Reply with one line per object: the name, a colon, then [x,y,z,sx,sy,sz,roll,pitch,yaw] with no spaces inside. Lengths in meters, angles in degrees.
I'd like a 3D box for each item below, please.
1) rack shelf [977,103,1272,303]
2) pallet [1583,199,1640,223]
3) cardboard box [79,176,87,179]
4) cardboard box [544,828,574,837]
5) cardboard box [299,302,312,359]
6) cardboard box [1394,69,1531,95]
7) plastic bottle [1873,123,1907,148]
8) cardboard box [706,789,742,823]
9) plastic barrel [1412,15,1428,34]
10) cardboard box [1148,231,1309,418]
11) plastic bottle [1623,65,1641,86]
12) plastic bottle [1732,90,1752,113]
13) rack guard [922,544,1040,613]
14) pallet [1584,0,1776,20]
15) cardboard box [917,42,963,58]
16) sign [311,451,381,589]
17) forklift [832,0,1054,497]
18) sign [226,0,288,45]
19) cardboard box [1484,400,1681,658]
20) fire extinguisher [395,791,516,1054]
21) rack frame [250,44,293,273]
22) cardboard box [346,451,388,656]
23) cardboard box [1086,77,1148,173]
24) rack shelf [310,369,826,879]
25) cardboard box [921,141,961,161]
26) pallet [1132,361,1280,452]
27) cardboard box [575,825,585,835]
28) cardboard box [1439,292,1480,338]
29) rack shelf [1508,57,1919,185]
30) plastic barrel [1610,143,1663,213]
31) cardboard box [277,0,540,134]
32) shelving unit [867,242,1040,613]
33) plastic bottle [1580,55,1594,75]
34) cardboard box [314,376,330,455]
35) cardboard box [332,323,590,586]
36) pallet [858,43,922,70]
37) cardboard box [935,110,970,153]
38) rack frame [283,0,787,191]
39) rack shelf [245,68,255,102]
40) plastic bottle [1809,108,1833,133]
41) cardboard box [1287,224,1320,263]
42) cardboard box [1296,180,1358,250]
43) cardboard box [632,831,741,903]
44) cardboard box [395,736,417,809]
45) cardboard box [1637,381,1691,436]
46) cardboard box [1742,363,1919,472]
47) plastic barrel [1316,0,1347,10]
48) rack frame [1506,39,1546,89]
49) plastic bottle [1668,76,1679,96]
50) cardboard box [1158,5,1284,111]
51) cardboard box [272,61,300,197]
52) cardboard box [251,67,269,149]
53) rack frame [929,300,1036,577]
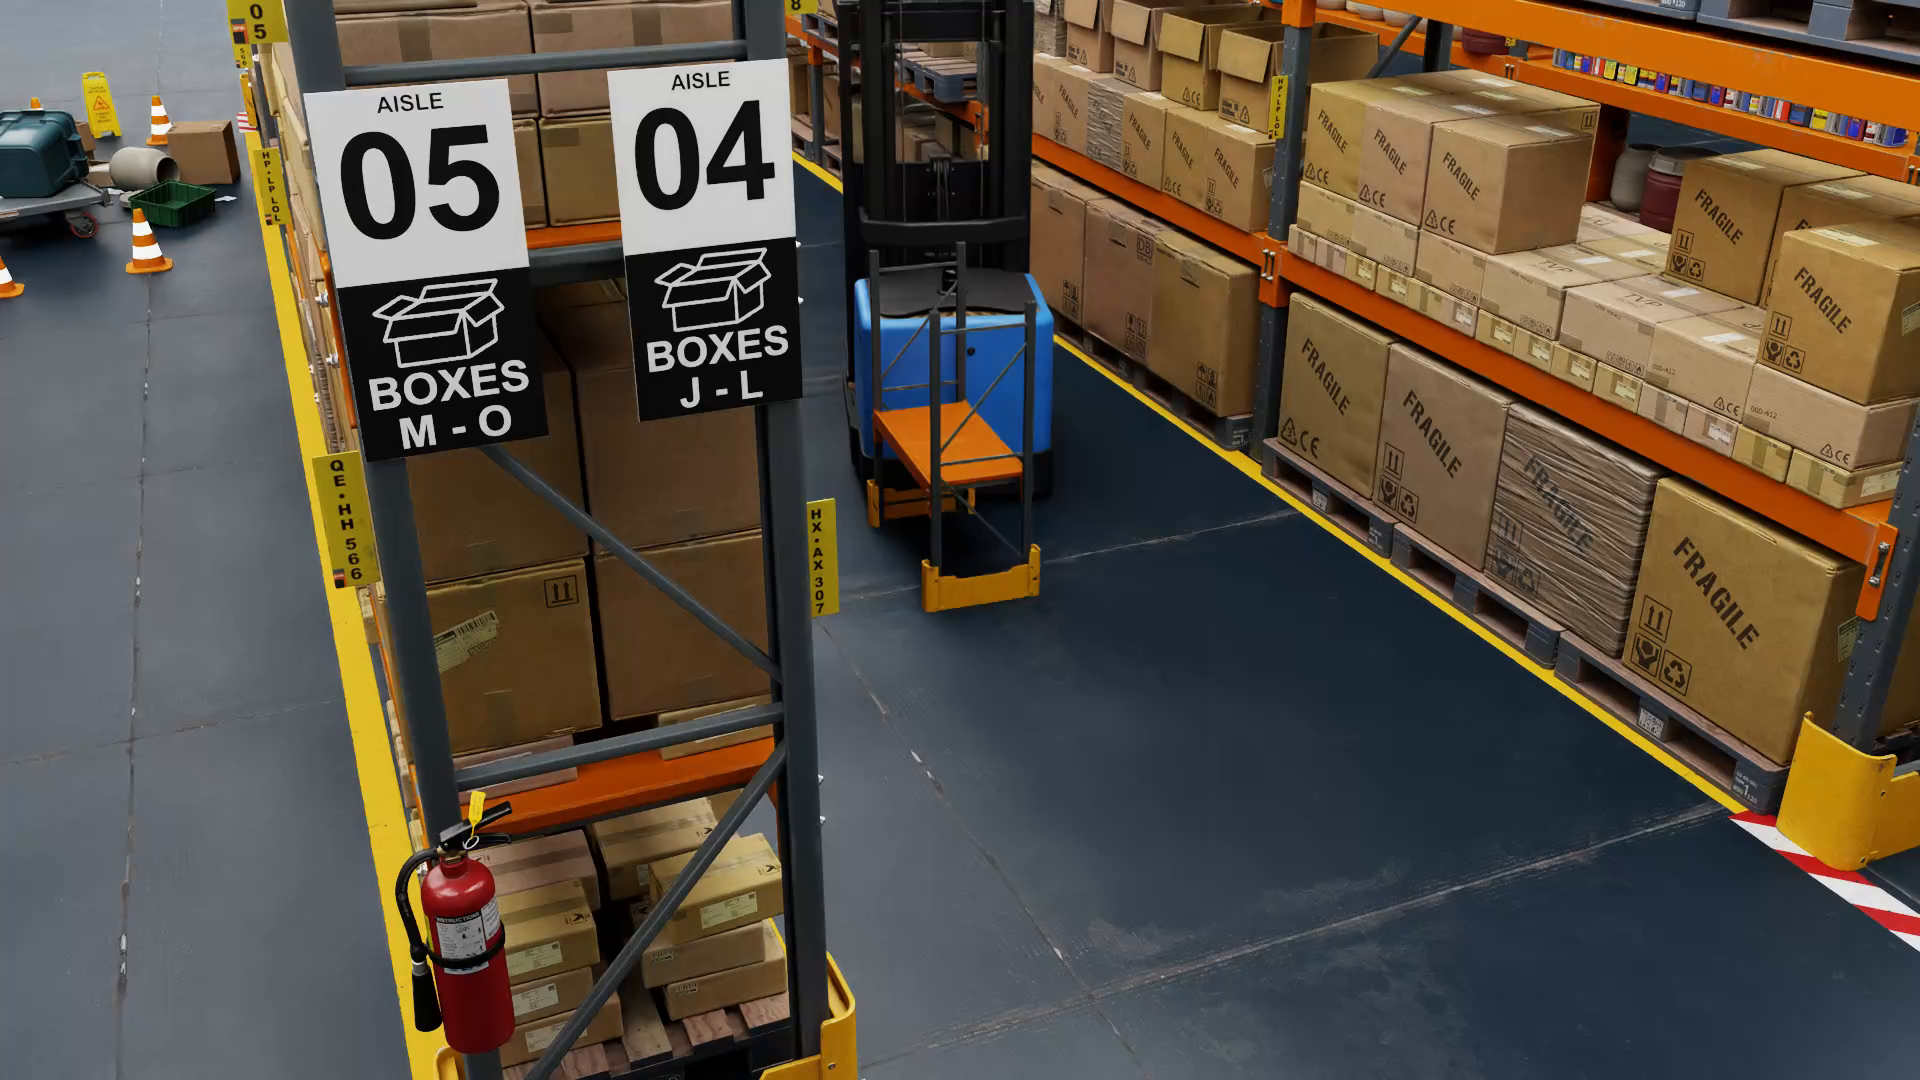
rack shelf: [1.393,-2.379,11.023,1.077,0.370,4.000,-11,28,-21]
pallet: [5.515,-2.796,14.236,1.003,0.211,1.213,-11,28,-21]
cardboard box: [-8.250,-3.325,14.832,0.797,0.637,0.503,-11,28,-21]
cardboard box: [-1.545,0.991,5.733,0.380,0.149,0.250,-11,28,-21]
cardboard box: [-3.360,-1.163,9.230,0.500,0.250,0.500,-12,28,-23]
cardboard box: [2.603,-2.158,8.728,0.500,0.500,0.500,-10,28,-19]
plastic bottle: [6.282,-2.793,11.193,0.152,0.276,0.135,-11,28,-21]
cardboard box: [-0.952,0.873,5.636,0.380,0.149,0.250,-11,28,-21]
plastic barrel: [4.403,-4.959,15.361,0.421,0.512,0.421,0,26,0]
cardboard box: [1.908,-1.383,10.107,1.225,0.875,0.875,-10,28,-20]
plastic bottle: [5.322,-3.736,13.115,0.061,0.283,0.133,-11,28,-21]
plastic bottle: [5.798,-3.292,12.216,0.152,0.276,0.135,-11,28,-21]
rack guard: [0.104,0.186,8.085,0.587,0.250,0.087,-8,27,-16]
pallet: [2.961,-2.379,6.885,1.003,0.211,1.213,-11,28,-21]
cardboard box: [0.051,-4.162,13.263,0.700,0.500,0.500,-6,27,-13]
sign: [-1.379,-0.043,3.740,0.100,0.325,0.005,-11,28,-21]
forklift: [-0.161,-2.150,9.813,1.130,2.935,3.031,-3,26,-6]
sign: [-1.379,-1.127,3.211,0.100,0.325,0.005,-11,28,-21]
cardboard box: [3.063,-0.126,7.531,0.875,0.875,0.875,-11,28,-21]
fire extinguisher: [-1.186,0.915,3.970,0.296,0.674,0.183,-11,28,-21]
rack frame: [-3.993,-2.698,10.857,1.000,3.000,0.127,-11,28,-21]
cardboard box: [-1.470,0.007,4.863,0.500,0.500,0.500,-11,28,-21]
cardboard box: [1.152,-2.695,10.737,0.500,0.500,0.500,-10,28,-20]
rack shelf: [-1.643,0.048,6.053,1.077,0.370,4.000,-11,28,-21]
cardboard box: [0.100,-3.072,13.971,0.700,0.500,0.500,-13,29,-25]
pallet: [1.805,-0.940,10.434,1.003,0.211,1.213,-11,28,-21]
cardboard box: [-1.239,0.958,6.139,0.380,0.149,0.250,-10,28,-20]
cardboard box: [2.495,-1.082,7.833,0.380,0.149,0.250,-10,28,-20]
rack shelf: [5.951,-3.230,12.766,1.077,0.370,4.000,-11,28,-21]
plastic barrel: [5.678,-3.024,13.881,0.421,0.512,0.421,0,26,0]
cardboard box: [-1.275,-1.116,3.798,0.500,0.250,0.500,-11,28,-22]
shelving unit: [-0.051,-0.584,8.236,0.587,1.500,1.083,-8,27,-16]
plastic bottle: [5.126,-3.937,13.528,0.061,0.283,0.133,-11,28,-21]
cardboard box: [-3.149,-0.611,8.953,0.500,0.500,0.500,-11,28,-22]
cardboard box: [-1.268,-0.238,4.226,0.500,0.500,0.500,-11,28,-22]
pallet: [-0.203,-4.215,14.183,1.003,0.211,1.213,-11,28,-21]
cardboard box: [0.103,-3.398,13.784,0.500,0.250,0.500,-7,27,-15]
rack frame: [-0.860,-2.164,2.926,1.000,3.000,0.127,-11,28,-21]
rack shelf: [-4.776,-3.182,12.668,1.077,0.370,4.000,-11,28,-21]
plastic bottle: [6.073,-3.038,11.610,0.144,0.351,0.185,-11,28,-21]
cardboard box: [1.986,-1.605,8.905,0.380,0.149,0.250,-11,28,-20]
cardboard box: [2.120,-1.726,8.698,0.500,0.250,0.500,-11,28,-22]
cardboard box: [-0.885,1.115,5.480,0.380,0.149,0.250,-11,28,-21]
cardboard box: [-1.764,0.778,5.830,0.380,0.149,0.250,-10,28,-19]
cardboard box: [3.003,-0.561,6.767,0.380,0.149,0.250,-10,28,-20]
cardboard box: [3.309,-0.496,6.179,0.500,0.250,0.500,-11,28,-21]
plastic barrel: [3.774,-5.612,16.671,0.433,0.535,0.433,0,26,0]
rack frame: [5.168,-4.360,14.261,1.000,3.000,0.127,-11,28,-21]
plastic bottle: [5.512,-3.554,12.758,0.097,0.271,0.097,0,26,0]
cardboard box: [1.661,-2.926,10.066,0.797,0.503,0.637,-10,28,-20]
cardboard box: [-1.488,-1.092,4.319,0.500,0.250,0.500,-11,28,-21]
cardboard box: [-4.417,-2.878,11.113,0.500,0.500,0.500,-11,28,-21]
rack frame: [0.104,-0.375,7.810,0.500,1.500,0.032,-8,27,-16]
